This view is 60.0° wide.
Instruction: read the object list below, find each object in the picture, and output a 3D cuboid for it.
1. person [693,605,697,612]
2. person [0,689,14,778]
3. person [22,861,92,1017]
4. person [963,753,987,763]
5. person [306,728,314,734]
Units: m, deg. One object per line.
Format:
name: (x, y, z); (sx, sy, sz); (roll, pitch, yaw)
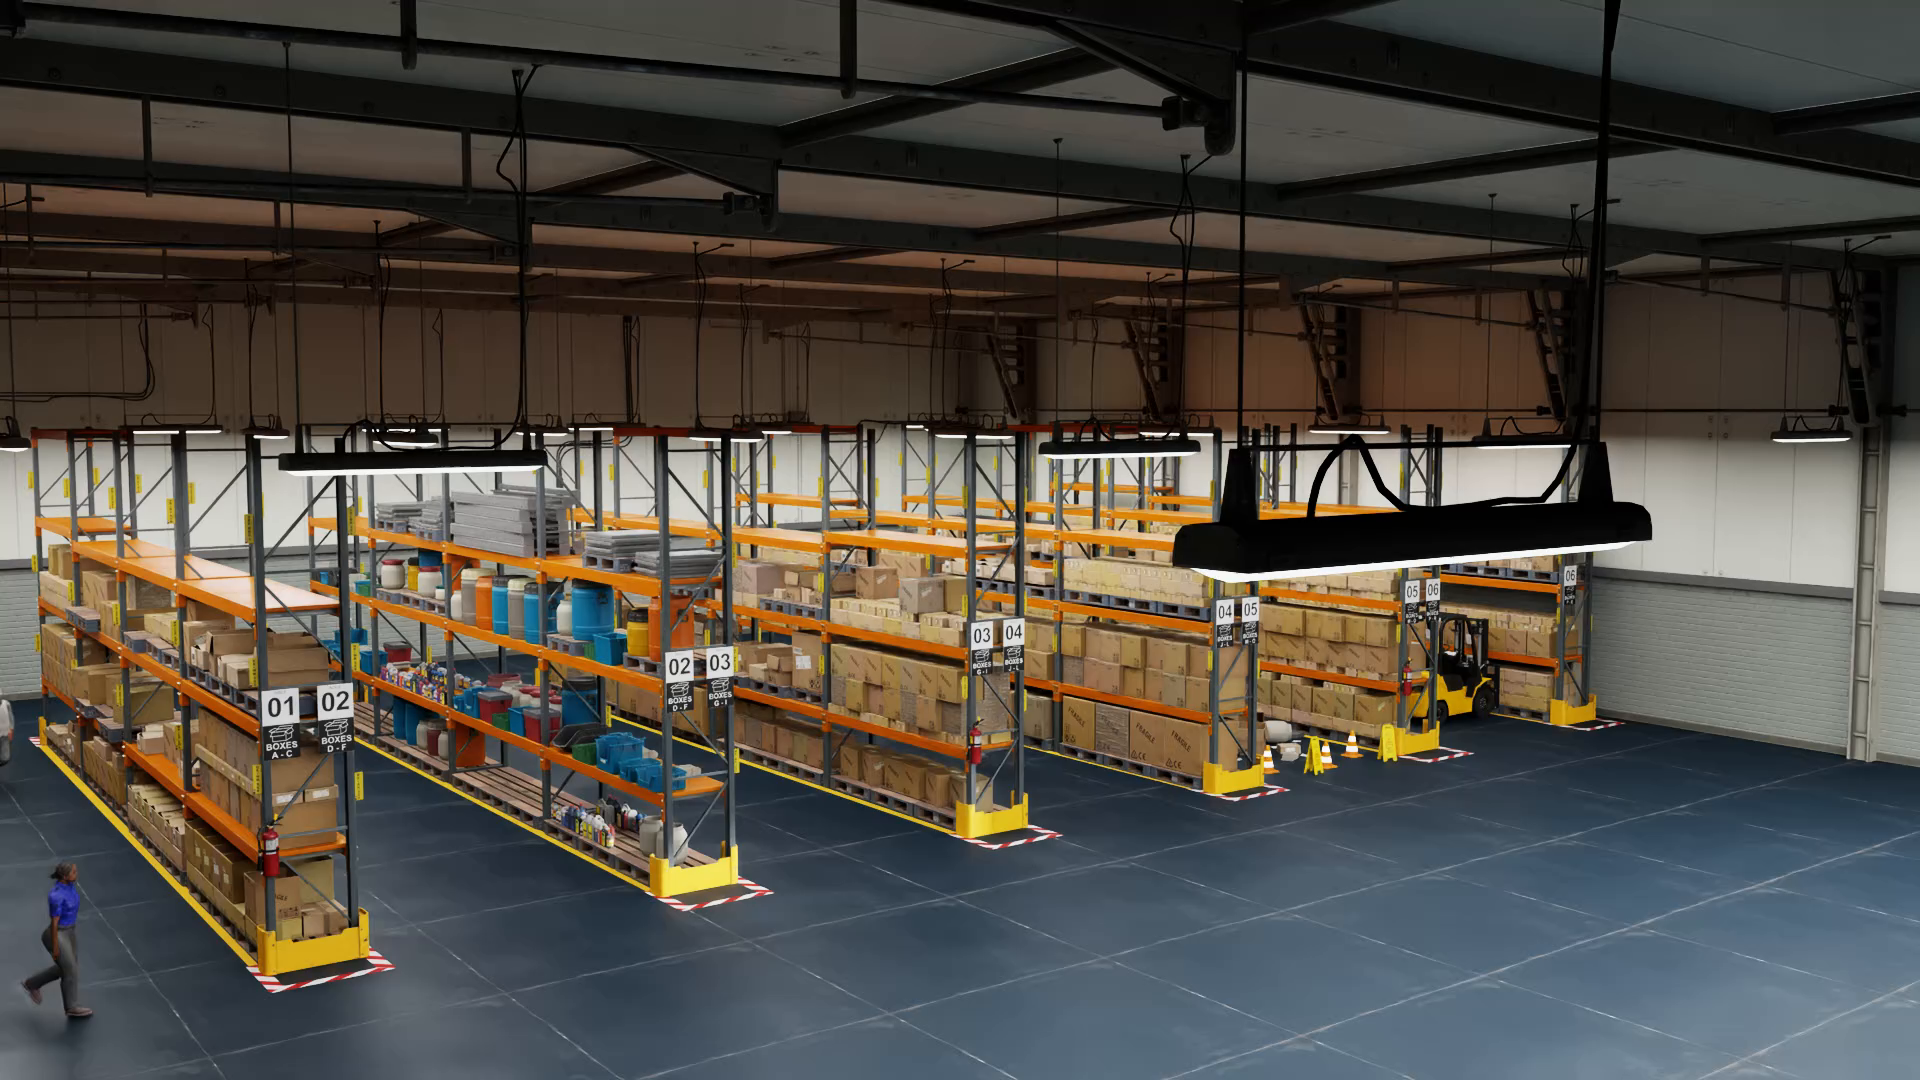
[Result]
person: (-6.472, 2.330, 40.186); (0.565, 1.692, 1.111); (-2, 5, -26)
person: (-16.246, 3.272, 27.930); (0.638, 1.756, 0.624); (4, 6, 42)
person: (-9.452, 4.141, 17.378); (0.793, 1.619, 0.444); (0, 4, 2)
person: (0.169, 3.114, 29.615); (0.593, 1.774, 0.517); (-2, 5, -26)
person: (-10.394, 3.426, 26.256); (0.519, 1.670, 0.454); (-2, 5, -21)
